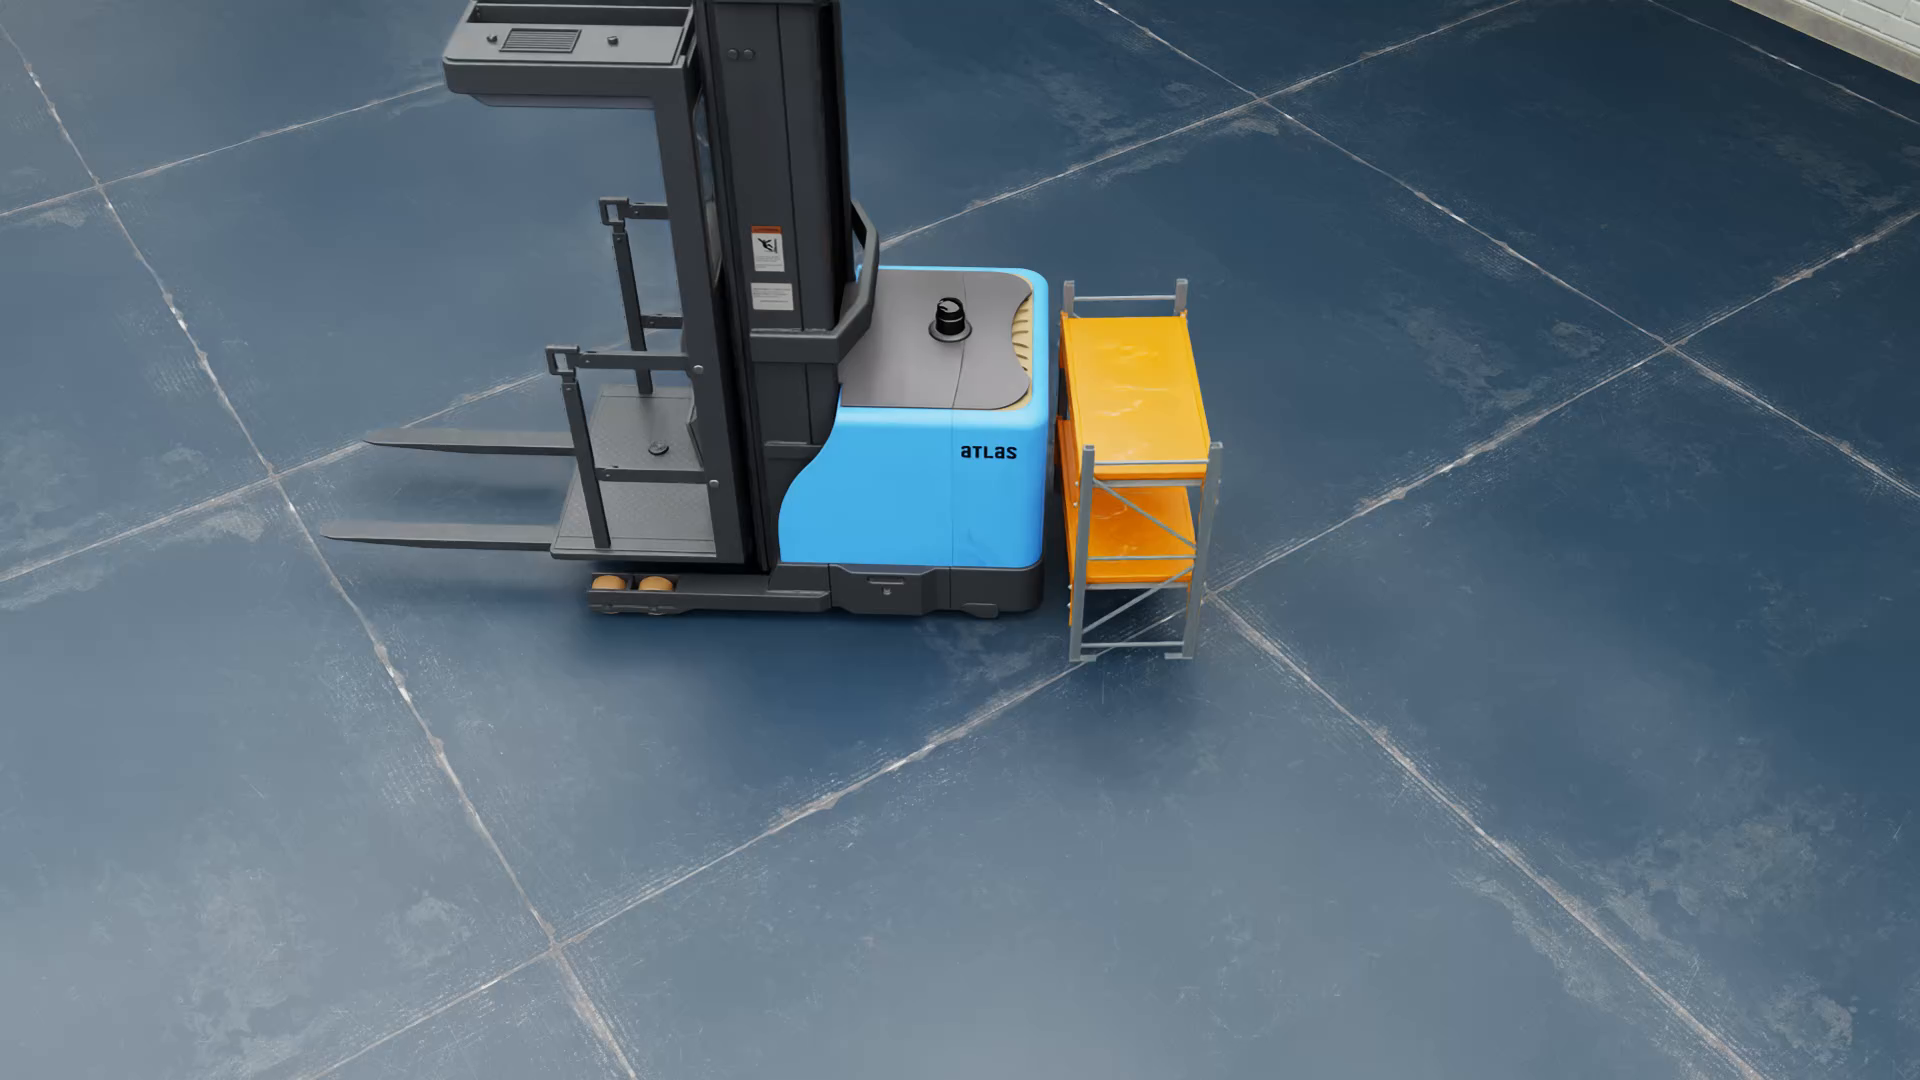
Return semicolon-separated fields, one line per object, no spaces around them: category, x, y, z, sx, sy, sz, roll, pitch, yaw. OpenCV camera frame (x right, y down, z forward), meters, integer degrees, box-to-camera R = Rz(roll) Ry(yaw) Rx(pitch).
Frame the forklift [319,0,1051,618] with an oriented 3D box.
forklift;-1.153;-1.112;6.283;3.031;2.935;1.130;2;44;2

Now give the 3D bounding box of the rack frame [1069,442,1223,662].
rack frame;0.692;0.070;6.353;0.500;1.125;0.032;-1;44;-1

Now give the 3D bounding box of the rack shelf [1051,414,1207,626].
rack shelf;0.680;-0.104;6.889;0.538;0.278;1.000;-1;44;-1

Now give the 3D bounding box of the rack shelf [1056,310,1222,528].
rack shelf;0.680;-0.492;6.518;0.538;0.278;1.000;-1;44;-1

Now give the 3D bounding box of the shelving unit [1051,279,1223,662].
shelving unit;0.680;-0.281;6.720;0.538;1.125;1.048;-1;44;-1

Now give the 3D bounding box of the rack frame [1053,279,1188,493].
rack frame;0.668;-0.632;7.088;0.500;1.125;0.032;-1;44;-1
